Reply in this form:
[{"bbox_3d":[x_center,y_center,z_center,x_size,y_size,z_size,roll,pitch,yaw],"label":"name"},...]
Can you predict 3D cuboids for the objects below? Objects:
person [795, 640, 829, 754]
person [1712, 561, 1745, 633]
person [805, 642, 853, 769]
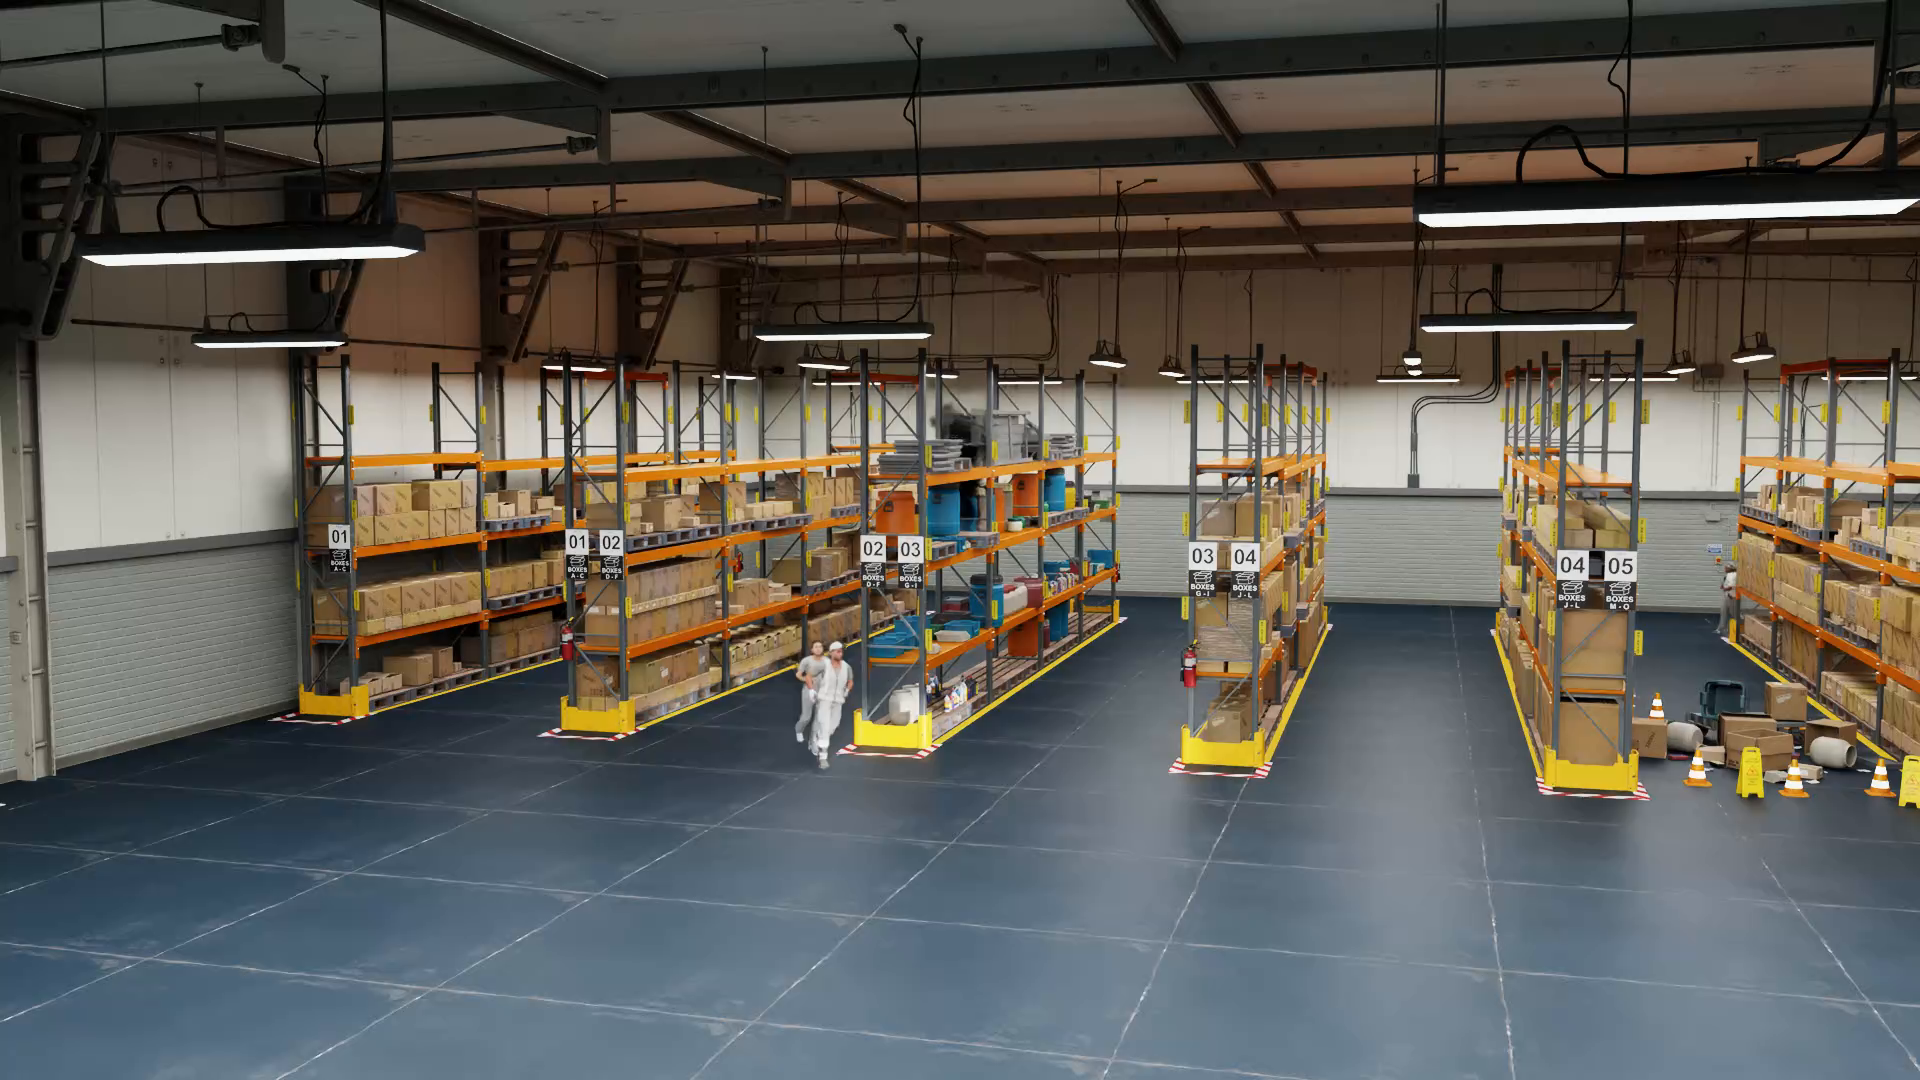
[{"bbox_3d":[-2.174,2.316,24.891,0.579,1.670,0.802,-1,5,-19],"label":"person"},{"bbox_3d":[17.616,1.339,37.877,0.864,1.714,0.592,2,5,29],"label":"person"},{"bbox_3d":[-1.869,2.341,24.003,0.704,1.762,0.867,-2,5,-26],"label":"person"}]
